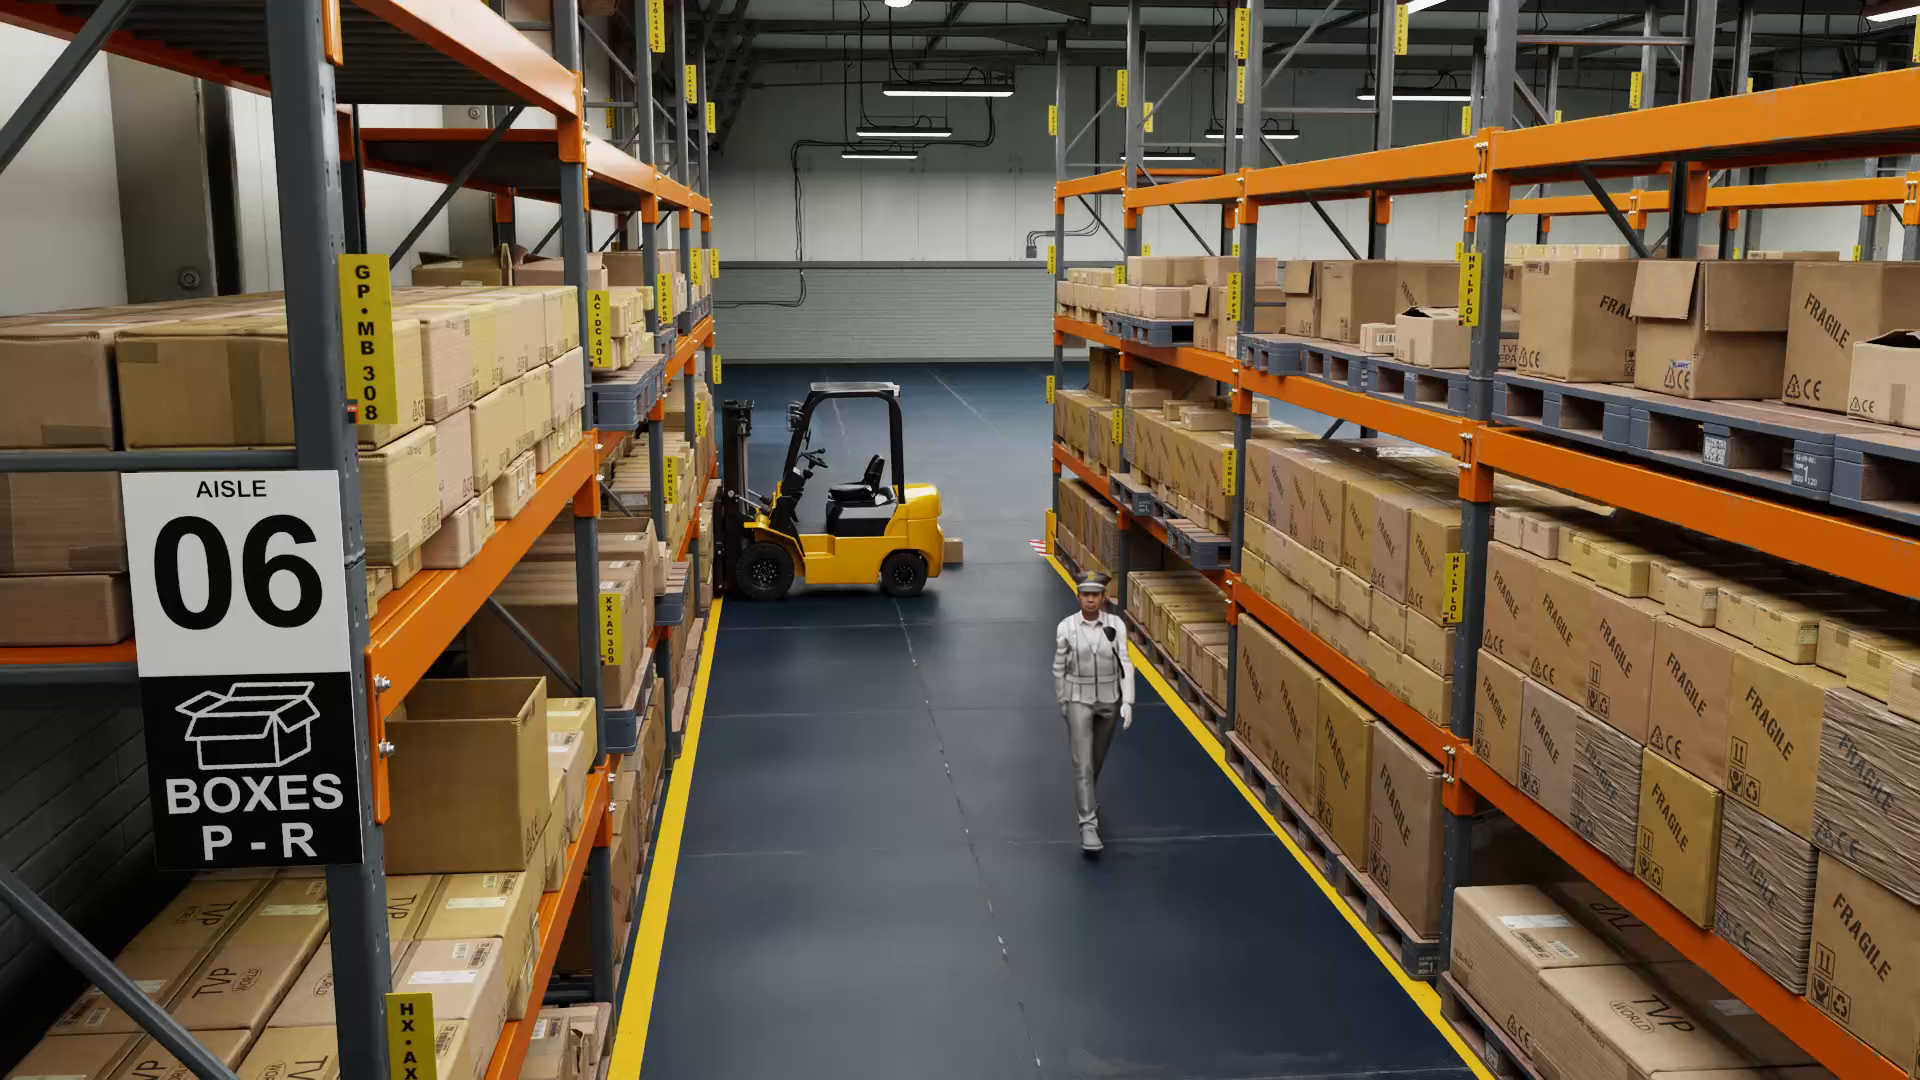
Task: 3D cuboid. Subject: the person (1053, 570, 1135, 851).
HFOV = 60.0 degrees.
[{"bbox_3d":[0.833,0.990,10.232,0.473,1.634,1.004,-1,10,-8],"label":"person"}]
